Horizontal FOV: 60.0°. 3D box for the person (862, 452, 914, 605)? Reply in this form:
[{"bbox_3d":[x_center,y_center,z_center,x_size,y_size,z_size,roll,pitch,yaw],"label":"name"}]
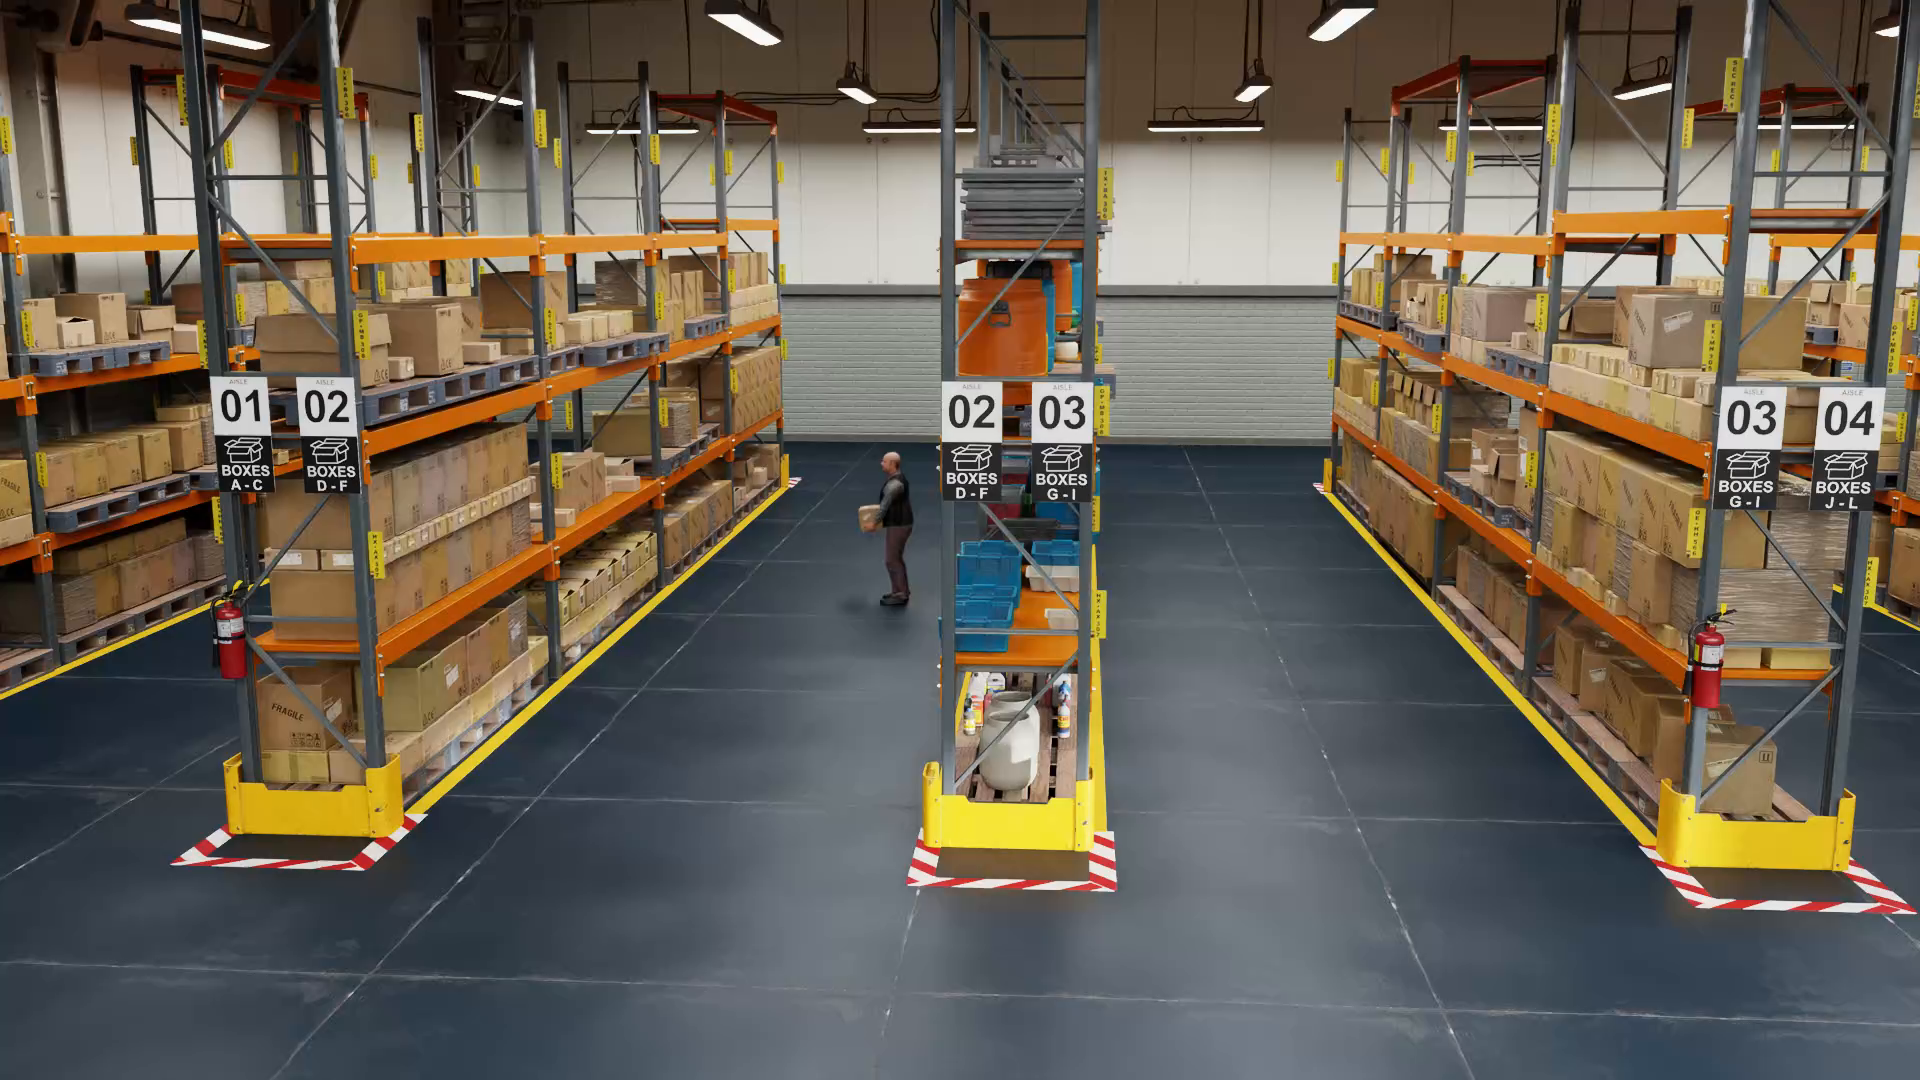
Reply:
[{"bbox_3d":[-0.805,-0.137,18.739,0.567,1.719,0.493,1,11,3],"label":"person"}]
